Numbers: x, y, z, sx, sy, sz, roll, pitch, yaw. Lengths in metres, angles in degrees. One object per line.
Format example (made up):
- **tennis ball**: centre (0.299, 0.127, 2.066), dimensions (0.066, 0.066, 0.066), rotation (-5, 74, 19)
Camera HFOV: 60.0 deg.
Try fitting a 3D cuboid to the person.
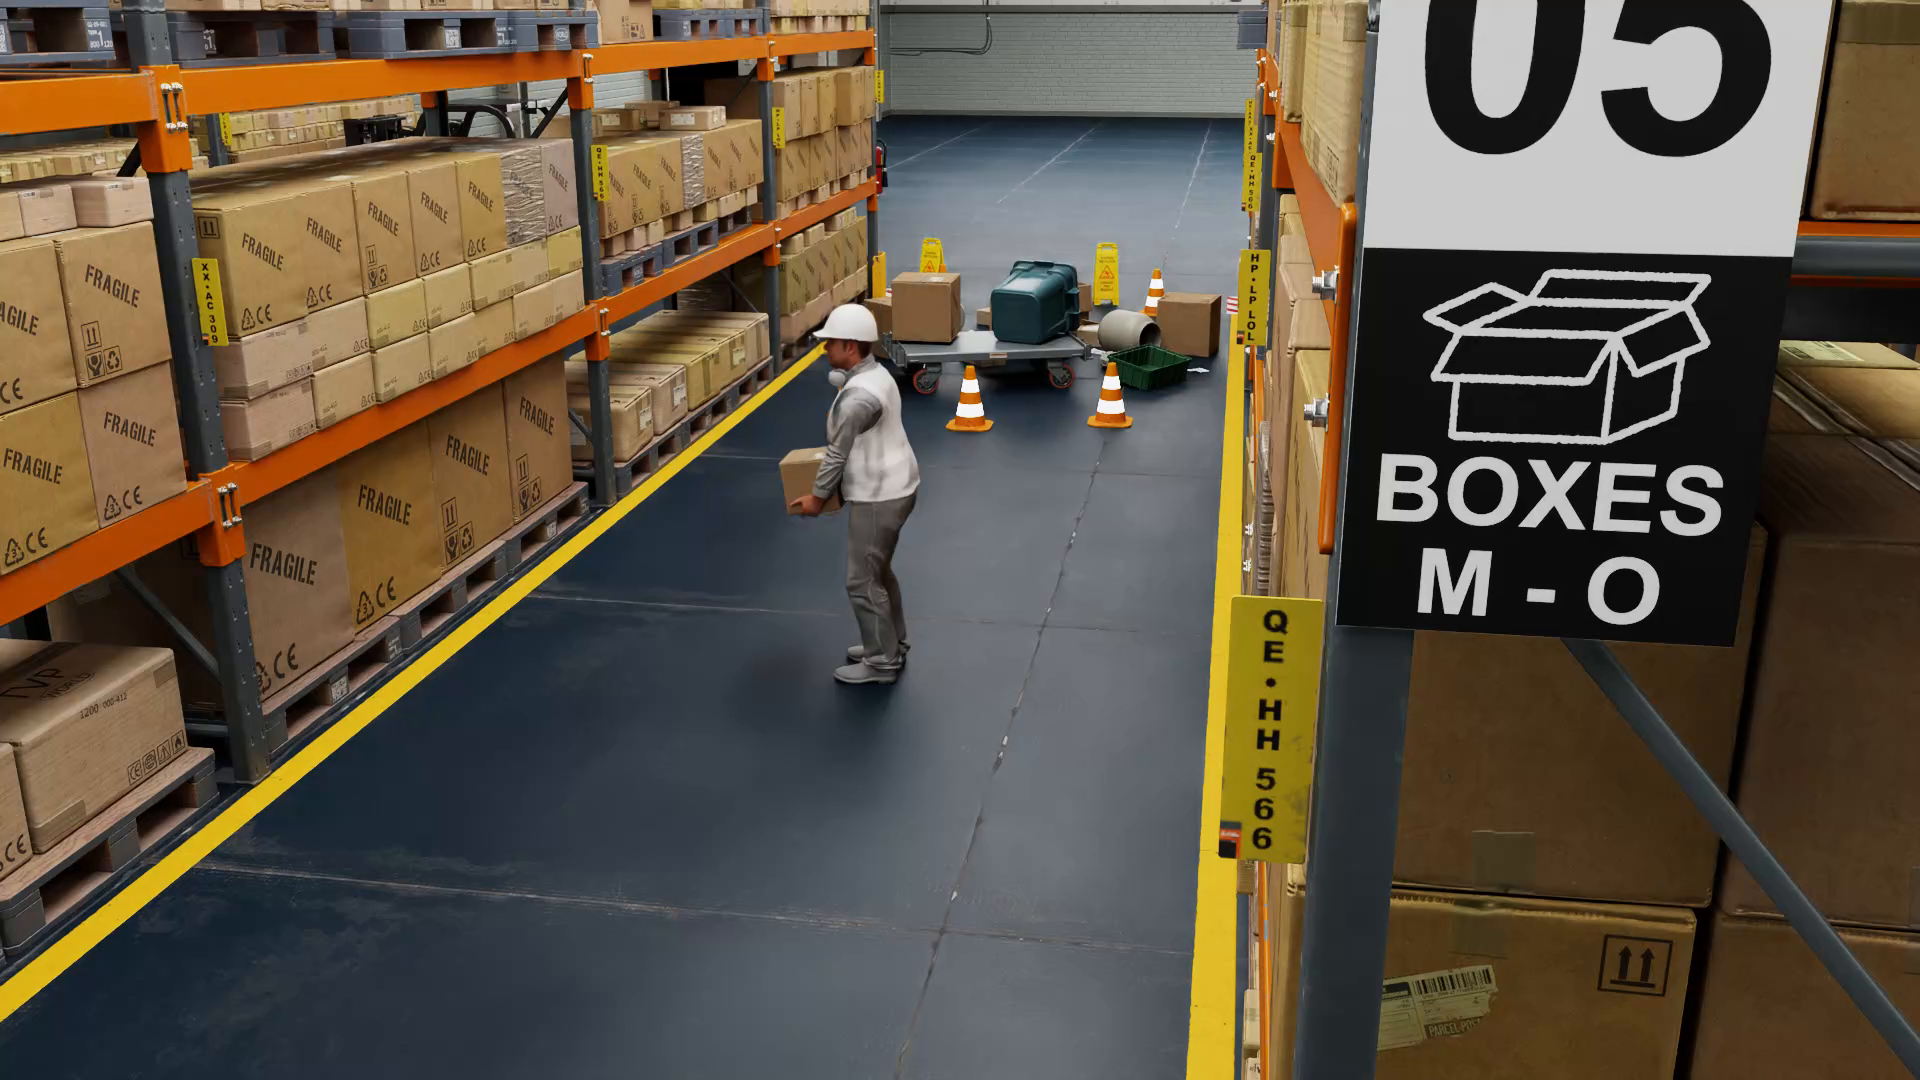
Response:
- **person**: centre (-0.481, -0.211, 7.693), dimensions (0.575, 1.765, 0.488), rotation (2, 18, 8)
